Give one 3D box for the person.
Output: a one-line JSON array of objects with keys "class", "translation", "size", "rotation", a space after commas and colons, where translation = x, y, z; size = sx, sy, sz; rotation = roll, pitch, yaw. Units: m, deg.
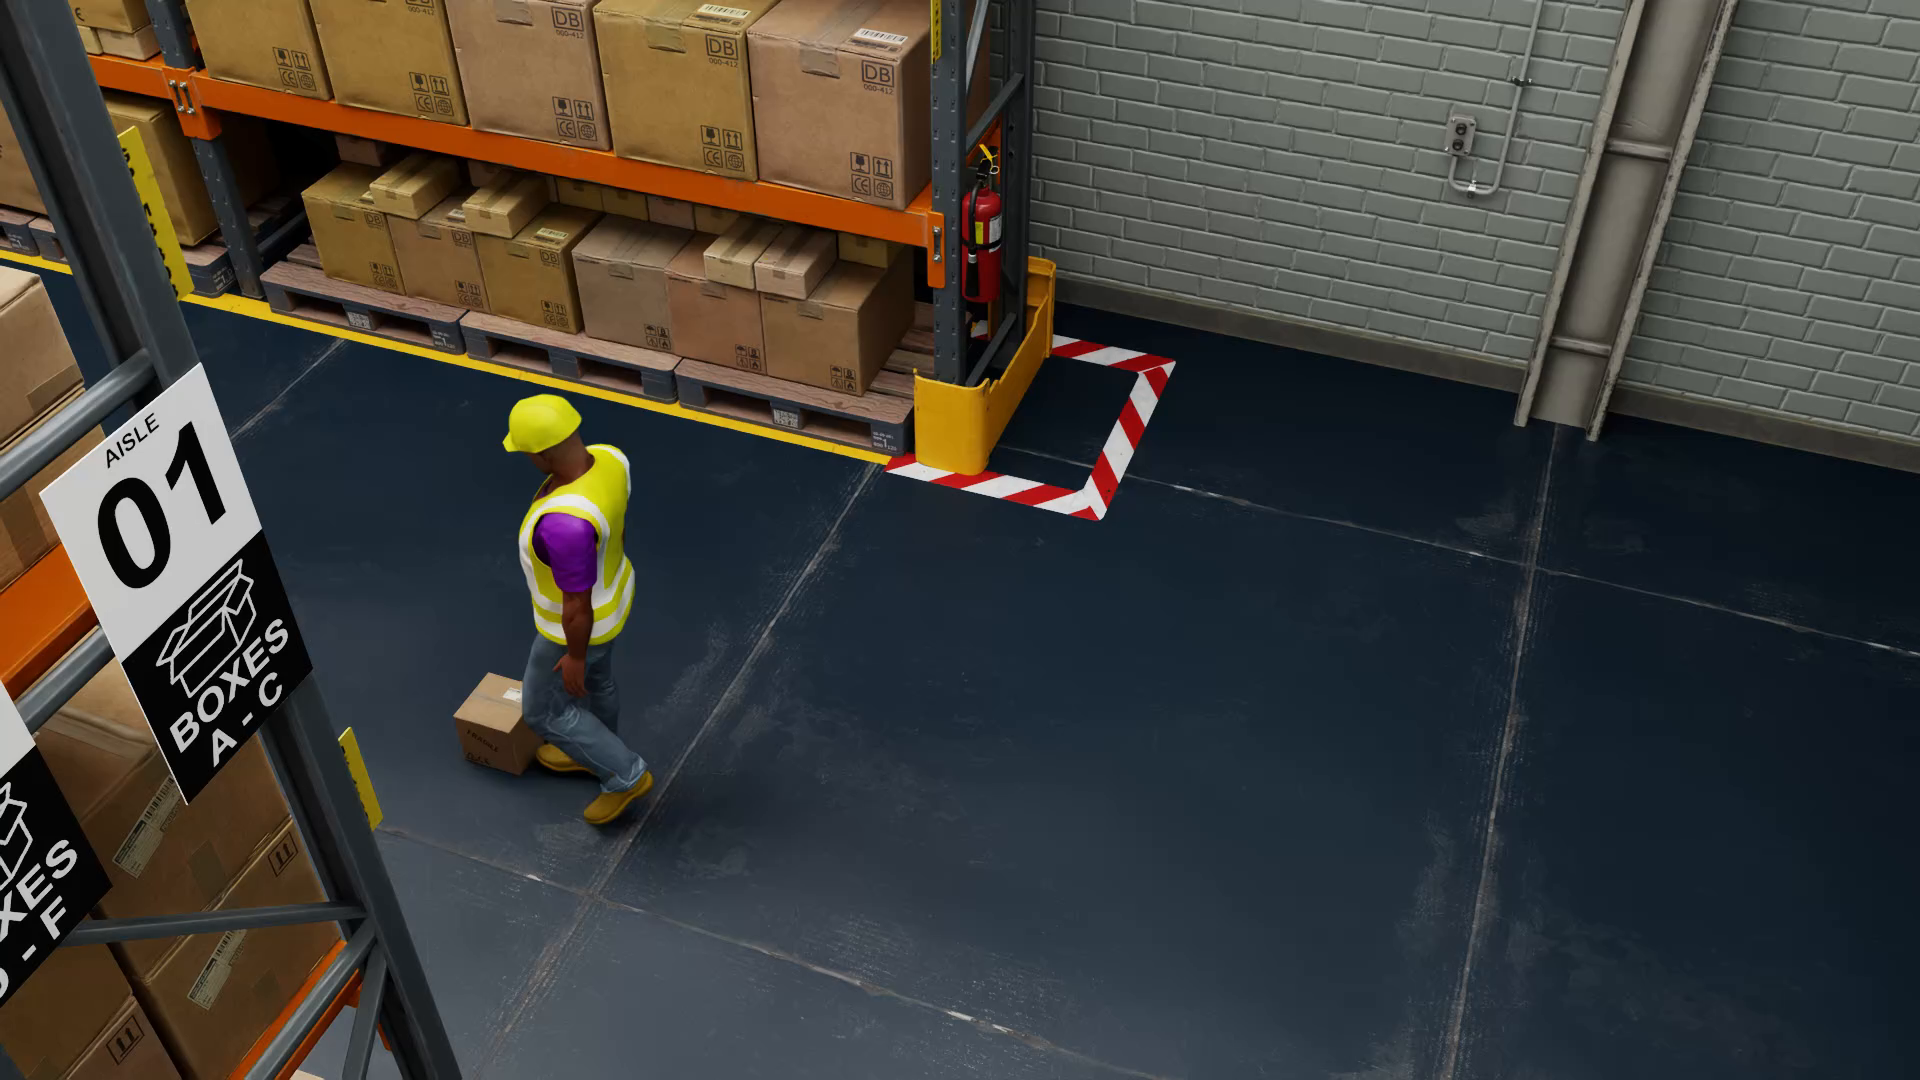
[{"class": "person", "translation": [-1.385, 0.238, 5.837], "size": [0.532, 1.763, 0.611], "rotation": [4, 41, 5]}]
